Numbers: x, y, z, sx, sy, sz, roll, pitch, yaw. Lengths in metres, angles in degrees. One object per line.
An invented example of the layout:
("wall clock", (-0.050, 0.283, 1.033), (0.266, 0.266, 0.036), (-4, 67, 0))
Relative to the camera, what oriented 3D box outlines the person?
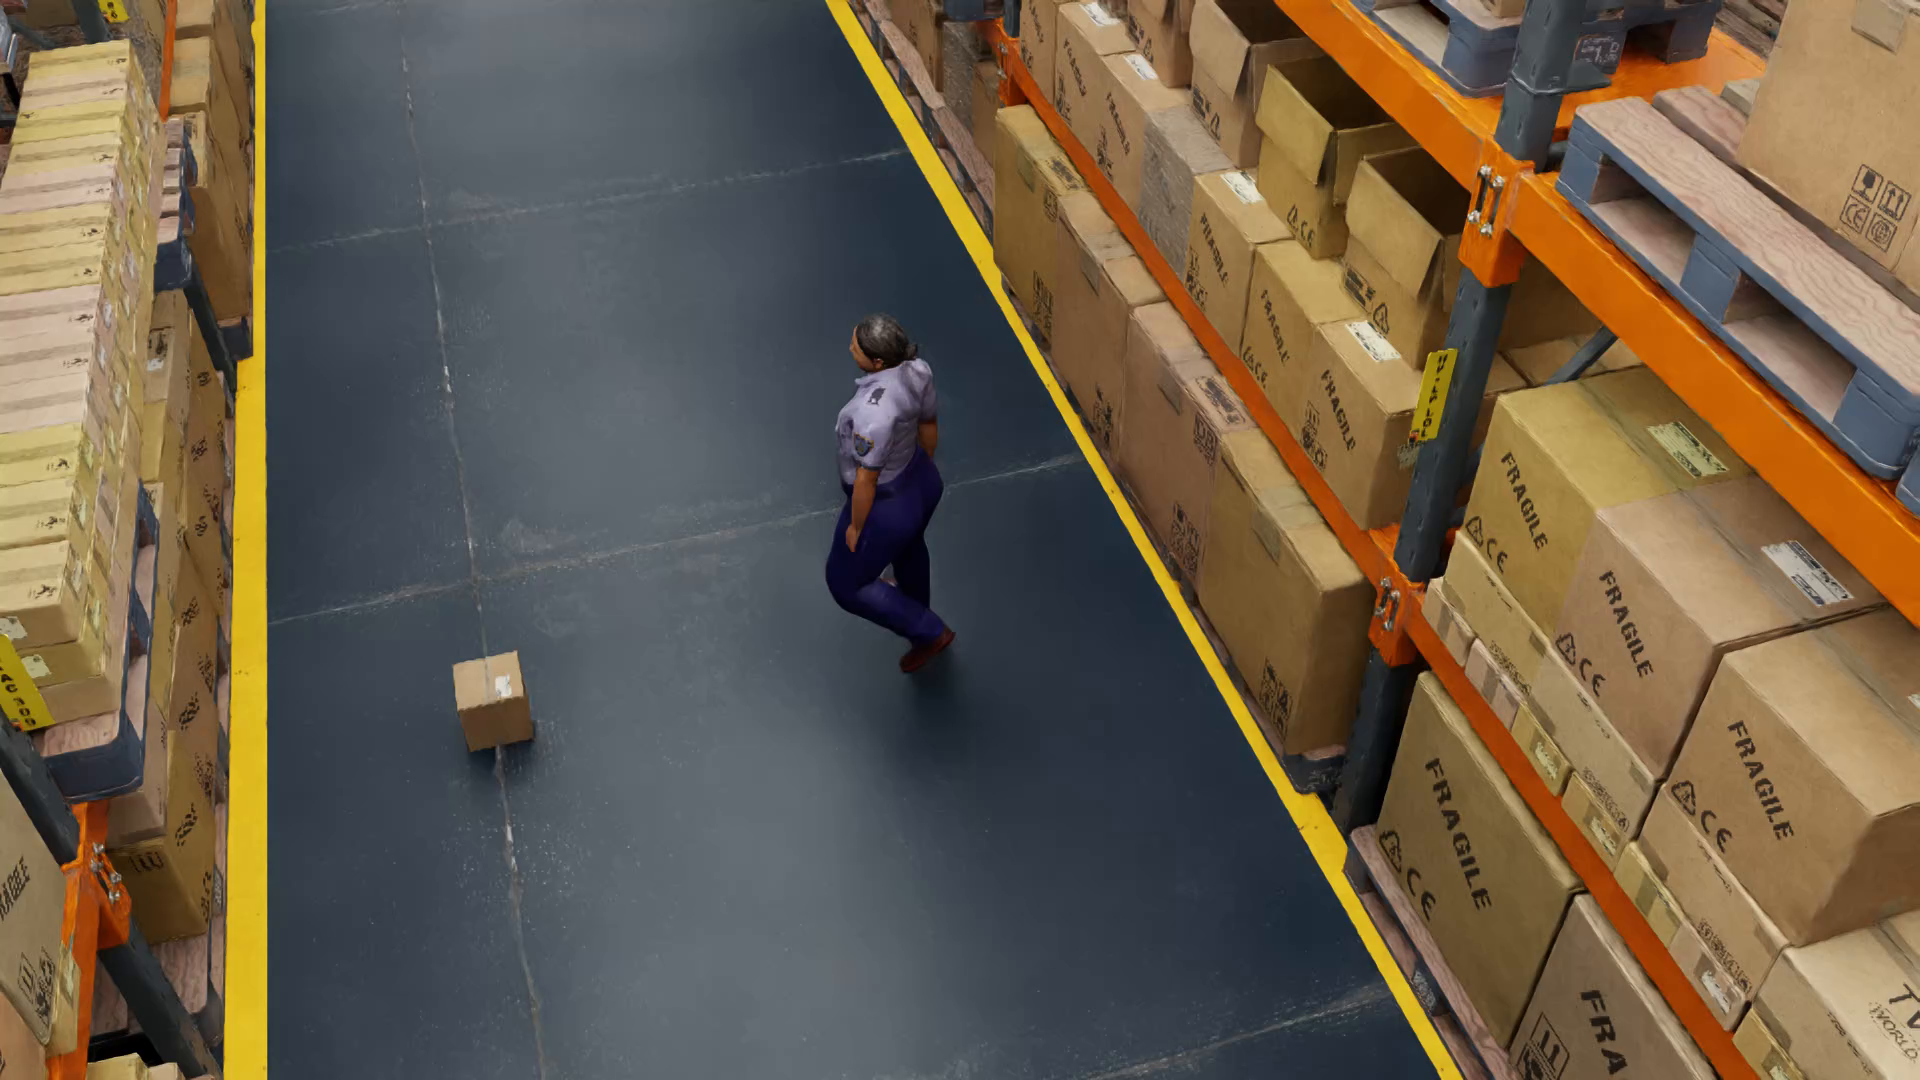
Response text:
("person", (-0.223, -0.179, 6.344), (0.495, 1.645, 0.606), (16, 45, 16))
